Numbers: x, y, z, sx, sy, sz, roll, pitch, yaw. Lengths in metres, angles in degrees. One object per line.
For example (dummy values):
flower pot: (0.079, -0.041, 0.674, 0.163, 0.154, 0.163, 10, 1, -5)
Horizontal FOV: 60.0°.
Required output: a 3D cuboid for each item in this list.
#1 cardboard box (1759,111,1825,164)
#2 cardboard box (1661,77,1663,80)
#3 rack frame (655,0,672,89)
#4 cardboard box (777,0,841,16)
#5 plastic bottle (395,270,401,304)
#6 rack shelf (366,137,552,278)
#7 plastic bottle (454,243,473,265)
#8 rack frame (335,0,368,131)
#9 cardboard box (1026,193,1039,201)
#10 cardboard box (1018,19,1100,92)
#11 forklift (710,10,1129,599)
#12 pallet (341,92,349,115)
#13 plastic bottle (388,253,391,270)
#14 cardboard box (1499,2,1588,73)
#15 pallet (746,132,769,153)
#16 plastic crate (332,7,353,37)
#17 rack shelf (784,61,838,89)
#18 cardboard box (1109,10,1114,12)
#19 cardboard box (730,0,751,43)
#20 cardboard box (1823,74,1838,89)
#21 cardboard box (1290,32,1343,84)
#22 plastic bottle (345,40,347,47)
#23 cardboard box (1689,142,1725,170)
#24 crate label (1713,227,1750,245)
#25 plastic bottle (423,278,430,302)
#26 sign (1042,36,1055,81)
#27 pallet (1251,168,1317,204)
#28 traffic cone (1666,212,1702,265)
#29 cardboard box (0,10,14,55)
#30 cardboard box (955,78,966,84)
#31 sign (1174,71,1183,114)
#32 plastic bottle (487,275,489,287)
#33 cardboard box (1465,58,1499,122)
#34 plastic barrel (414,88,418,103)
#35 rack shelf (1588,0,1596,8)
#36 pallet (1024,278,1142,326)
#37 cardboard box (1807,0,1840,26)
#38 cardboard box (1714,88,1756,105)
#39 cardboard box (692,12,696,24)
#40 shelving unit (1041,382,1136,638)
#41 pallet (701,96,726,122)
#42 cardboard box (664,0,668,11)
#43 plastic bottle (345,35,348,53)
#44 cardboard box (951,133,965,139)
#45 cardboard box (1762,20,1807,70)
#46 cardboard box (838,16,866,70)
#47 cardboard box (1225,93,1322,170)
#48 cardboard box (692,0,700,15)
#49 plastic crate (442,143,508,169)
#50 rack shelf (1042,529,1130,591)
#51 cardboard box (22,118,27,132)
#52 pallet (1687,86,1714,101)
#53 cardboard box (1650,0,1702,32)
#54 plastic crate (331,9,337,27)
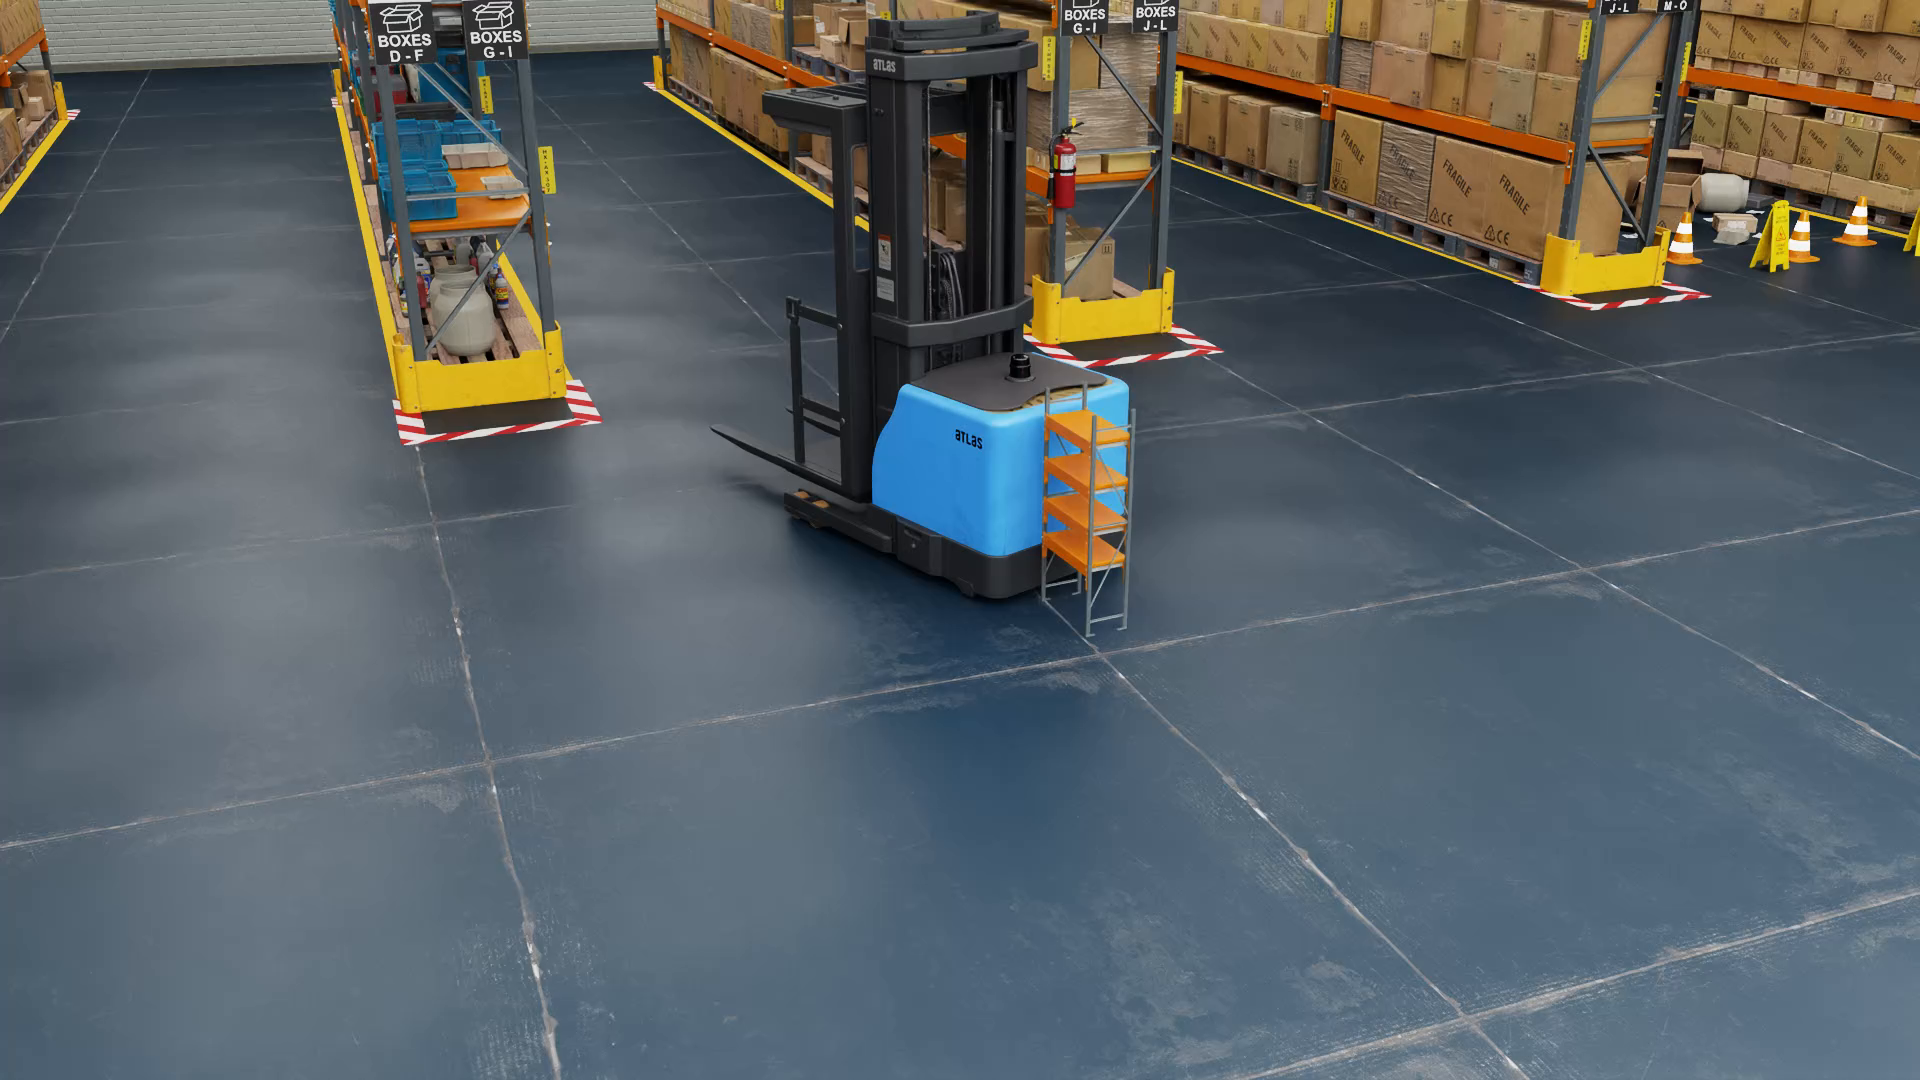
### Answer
cardboard box: (9.404, -4.533, 18.676, 0.500, 0.500, 0.500, -7, 24, -16)
cardboard box: (11.590, -7.568, 26.522, 0.500, 0.500, 0.500, -7, 24, -17)
rack frame: (-4.444, -8.894, 26.990, 1.000, 3.000, 0.127, -8, 24, -19)
cardboard box: (-1.861, -6.763, 20.515, 0.797, 0.503, 0.637, -7, 24, -17)
plastic bottle: (-4.597, -2.101, 13.814, 0.152, 0.276, 0.135, -9, 24, -20)
rack shelf: (-4.132, -2.796, 13.448, 1.077, 0.370, 4.000, -8, 24, -19)
plastic bottle: (-4.403, -2.508, 14.779, 0.152, 0.276, 0.135, -8, 24, -19)
rack frame: (-7.665, -6.761, 21.929, 1.000, 3.000, 0.127, -8, 24, -19)
cardboard box: (0.401, -3.003, 15.690, 0.500, 0.500, 0.500, -11, 25, -24)
cardboard box: (0.783, -3.890, 13.319, 0.500, 0.500, 0.500, -8, 24, -19)
forklift: (-0.407, -1.533, 9.614, 1.130, 2.935, 3.031, -19, 29, -37)
pallet: (-8.823, -6.625, 25.196, 1.003, 0.211, 1.213, -8, 24, -19)
plastic bottle: (-5.064, -2.518, 14.898, 0.097, 0.201, 0.097, 0, 23, 0)
cardboard box: (5.508, -4.618, 15.262, 0.875, 0.550, 0.550, -8, 24, -19)
pallet: (-2.253, -5.442, 22.389, 1.003, 0.211, 1.213, -8, 24, -19)
plastic crate: (-8.149, -6.904, 22.212, 0.392, 0.384, 0.575, -8, 24, -19)
rack shelf: (-0.912, -4.929, 18.509, 1.077, 0.370, 4.000, -8, 24, -19)
cardboard box: (2.192, -7.100, 22.516, 0.380, 0.149, 0.250, -9, 24, -20)
cardboard box: (-2.748, -6.921, 22.180, 0.500, 0.500, 0.500, -9, 24, -20)
cardboard box: (9.625, -4.989, 18.048, 0.380, 0.149, 0.250, -8, 24, -19)
cardboard box: (4.036, -5.377, 18.516, 0.500, 0.500, 0.500, -8, 24, -19)
plastic bottle: (-7.679, -6.235, 20.936, 0.097, 0.201, 0.097, 0, 23, 0)
cardboard box: (9.022, -4.569, 19.727, 0.500, 0.250, 0.500, -10, 25, -21)
crate label: (7.866, -3.102, 16.932, 0.298, 0.136, 0.250, 18, 29, 36)
plastic bottle: (-4.487, -2.091, 13.885, 0.097, 0.201, 0.097, 0, 23, 0)
sign: (0.682, -3.691, 12.747, 0.100, 0.325, 0.005, -8, 24, -19)
pallet: (4.128, -4.163, 19.355, 1.003, 0.211, 1.213, -8, 24, -19)
traffic cone: (7.025, -2.943, 16.137, 0.336, 0.463, 0.334, -8, 24, -19)
cardboard box: (-12.225, -6.351, 20.829, 0.500, 0.500, 0.500, -8, 24, -18)
cardboard box: (0.449, -4.003, 14.874, 0.875, 0.500, 0.500, -8, 24, -19)
sign: (1.716, -3.554, 13.205, 0.100, 0.325, 0.005, -8, 24, -19)
plastic bottle: (-4.039, -2.287, 14.351, 0.097, 0.201, 0.097, 0, 23, 0)
cardboard box: (5.415, -4.340, 15.991, 0.875, 0.550, 0.550, -8, 24, -19)
plastic barrel: (-5.163, -4.293, 16.250, 0.301, 0.262, 0.301, 0, 23, 0)
rack shelf: (5.177, -5.502, 16.005, 1.077, 0.370, 4.000, -8, 24, -19)
pallet: (0.927, -2.123, 14.516, 1.003, 0.211, 1.213, -8, 24, -19)
cardboard box: (9.600, -5.796, 17.841, 0.700, 0.500, 0.500, -9, 24, -19)
cardboard box: (9.010, -5.159, 19.328, 0.380, 0.149, 0.250, -8, 24, -18)
cardboard box: (-3.718, -7.671, 24.411, 0.380, 0.149, 0.250, -8, 24, -18)
shelving unit: (0.651, -0.158, 8.581, 0.258, 1.200, 0.503, -10, 25, -23)
pallet: (-3.227, -6.443, 24.764, 1.003, 0.211, 1.213, -8, 24, -19)
cardboard box: (-4.445, -8.418, 26.184, 0.380, 0.149, 0.250, -9, 24, -20)
plastic bottle: (-7.621, -6.193, 20.731, 0.061, 0.283, 0.133, -8, 24, -19)
cardboard box: (0.132, -3.756, 15.122, 0.380, 0.149, 0.250, -8, 24, -19)
cardboard box: (9.325, -5.515, 18.461, 0.500, 0.500, 0.500, -9, 24, -19)
cardboard box: (-0.904, -5.392, 18.008, 0.797, 0.503, 0.637, -6, 24, -14)
cardboard box: (3.830, -4.899, 19.866, 1.050, 0.750, 0.750, -8, 24, -19)
cardboard box: (-3.618, -7.821, 24.253, 0.500, 0.250, 0.500, -8, 24, -17)
plastic crate: (-4.028, -3.178, 13.766, 0.530, 0.136, 0.437, -8, 24, -19)
rack shelf: (0.651, 0.087, 8.684, 0.258, 0.148, 0.480, -10, 25, -23)
cardboard box: (-12.561, -5.475, 21.960, 0.380, 0.166, 0.250, -8, 24, -19)
pallet: (12.067, -7.021, 26.136, 1.003, 0.211, 1.213, -8, 24, -19)
cardboard box: (8.688, -6.407, 20.036, 0.500, 0.500, 0.500, -9, 24, -20)
plastic crate: (-8.727, -7.443, 23.685, 0.416, 0.233, 0.300, -8, 24, -19)
